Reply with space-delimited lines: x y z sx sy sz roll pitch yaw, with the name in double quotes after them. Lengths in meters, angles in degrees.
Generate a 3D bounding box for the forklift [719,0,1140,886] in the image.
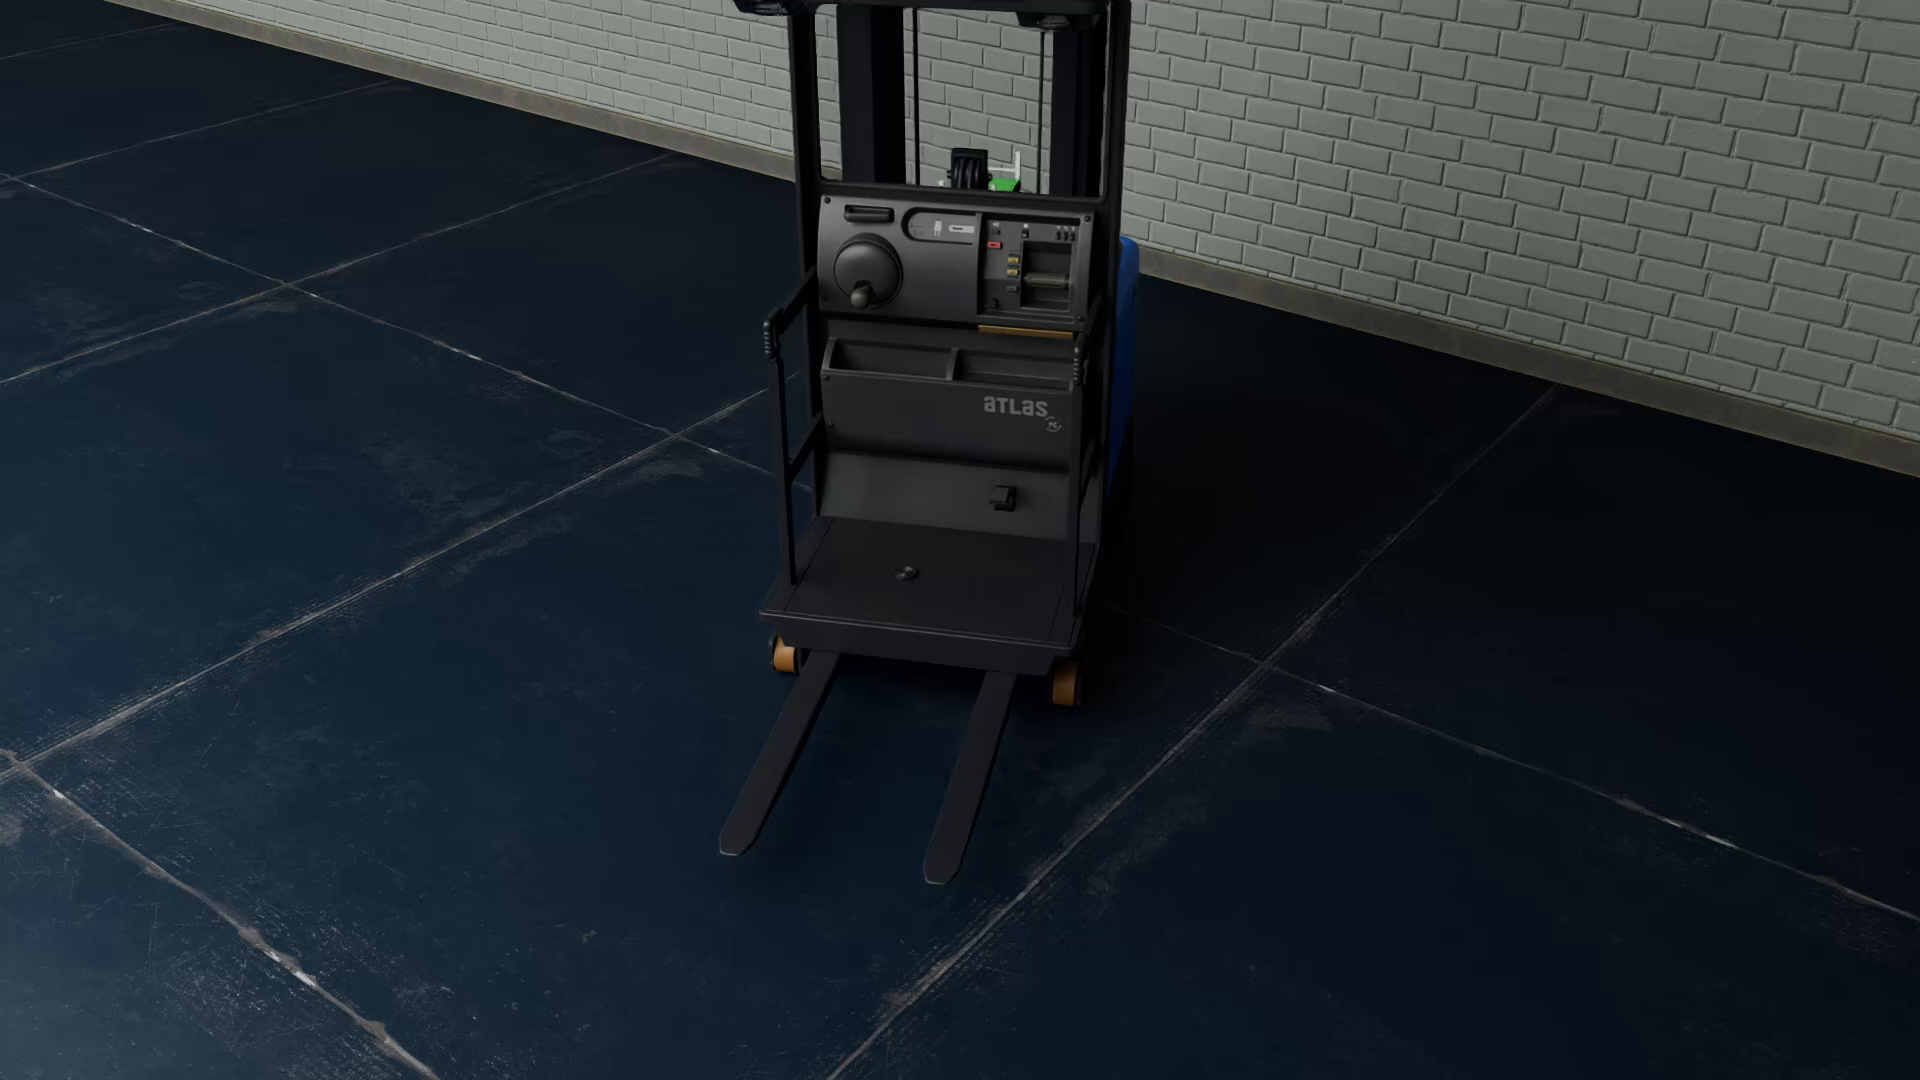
-0.060 -0.888 5.374 1.130 2.935 3.031 6 31 10 "forklift"

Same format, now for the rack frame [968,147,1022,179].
0.148 -1.189 7.580 0.240 1.200 0.015 7 30 12 "rack frame"

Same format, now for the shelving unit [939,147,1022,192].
0.088 -1.074 7.373 0.258 1.200 0.503 7 30 12 "shelving unit"

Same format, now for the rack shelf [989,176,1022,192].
0.091 -1.436 7.169 0.258 0.148 0.480 7 30 12 "rack shelf"

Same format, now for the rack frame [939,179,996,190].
0.029 -0.958 7.167 0.240 1.200 0.015 7 30 12 "rack frame"
